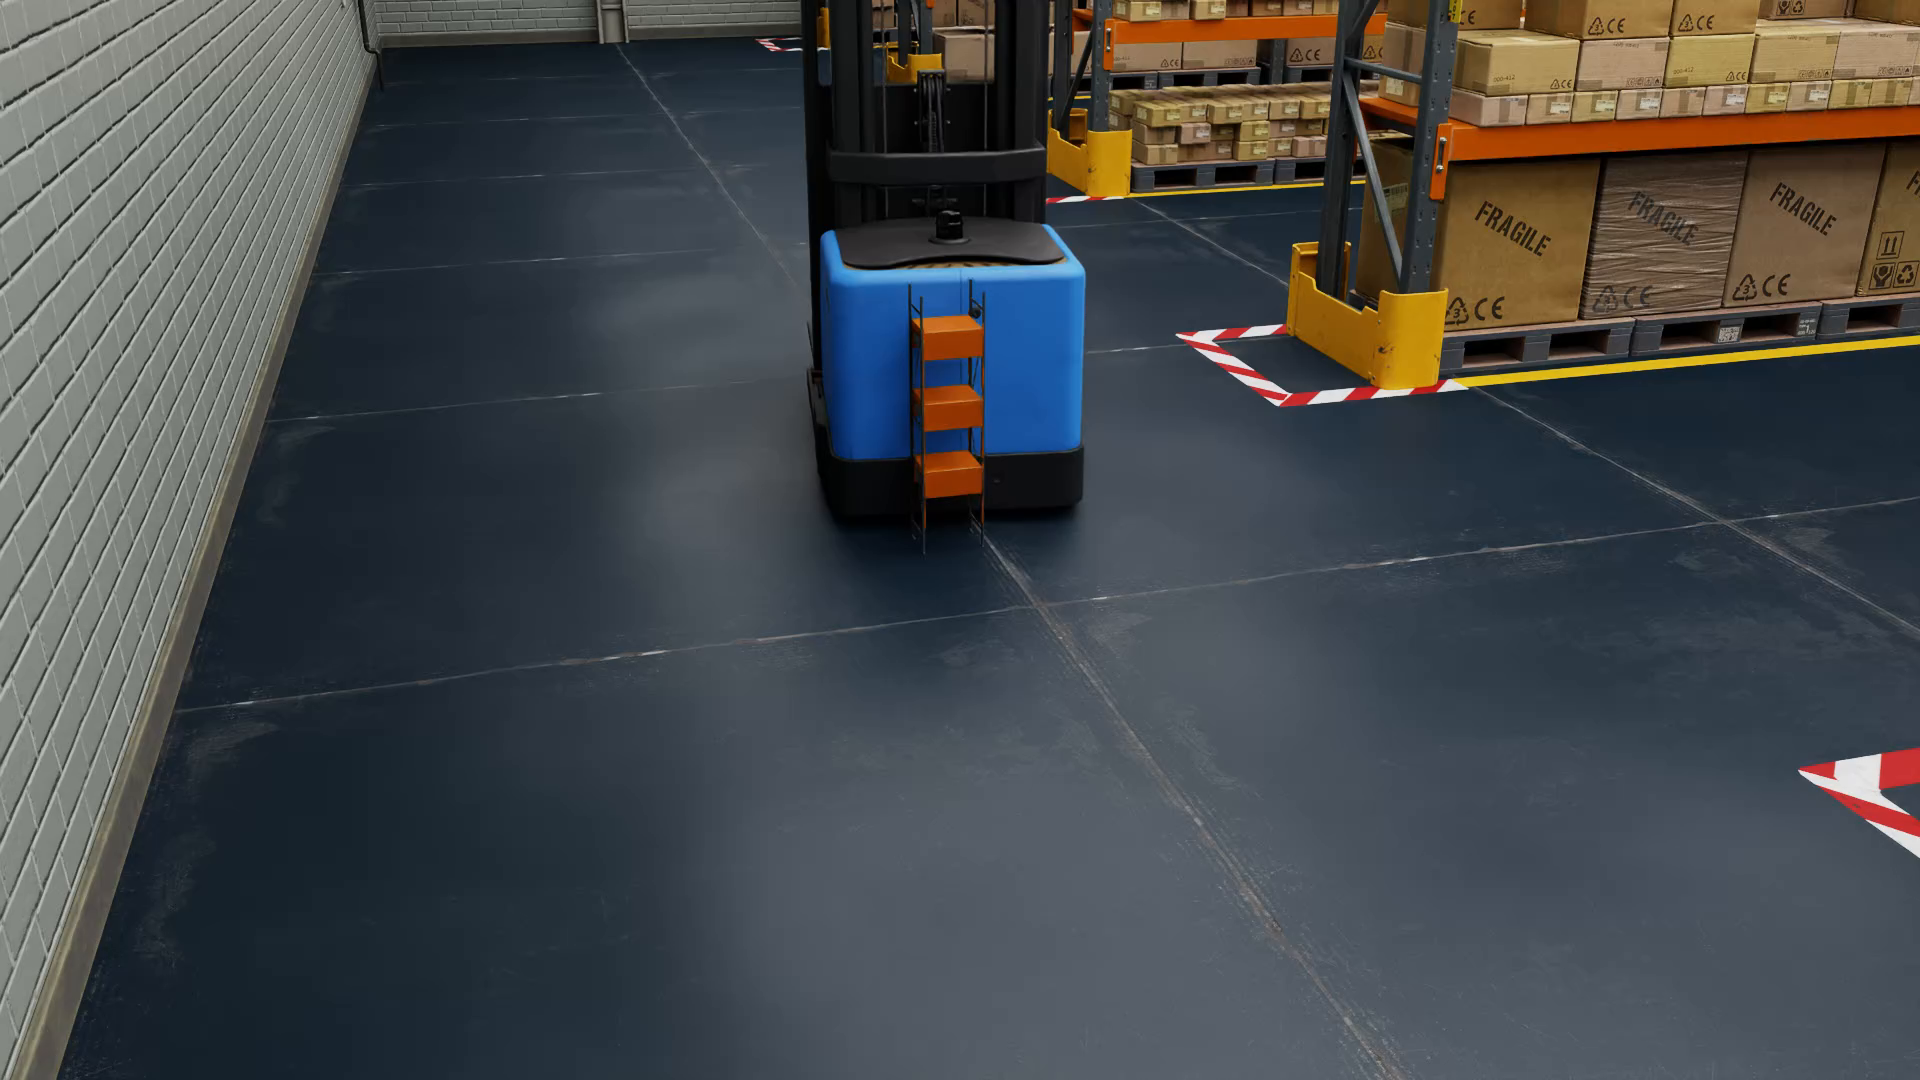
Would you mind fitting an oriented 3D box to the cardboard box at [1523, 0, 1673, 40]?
[{"bbox_3d":[3.215,-2.799,8.331,0.500,0.500,0.500,-7,24,-16],"label":"cardboard box"}]

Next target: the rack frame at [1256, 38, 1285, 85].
[{"bbox_3d":[3.372,-6.573,18.265,0.127,3.000,1.000,-6,24,-14],"label":"rack frame"}]

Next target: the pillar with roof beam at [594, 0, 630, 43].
[{"bbox_3d":[-3.500,-9.209,16.799,0.400,9.000,9.100,-6,24,-14],"label":"pillar with roof beam"}]

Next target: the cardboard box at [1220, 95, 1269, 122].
[{"bbox_3d":[2.278,-3.473,13.367,0.250,0.149,0.380,-8,24,-17],"label":"cardboard box"}]

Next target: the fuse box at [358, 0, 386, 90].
[{"bbox_3d":[-6.329,-5.758,18.000,0.414,1.711,0.539,-6,24,-14],"label":"fuse box"}]

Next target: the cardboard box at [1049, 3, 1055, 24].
[{"bbox_3d":[1.227,-7.185,22.625,0.258,0.266,0.396,-5,24,-12],"label":"cardboard box"}]

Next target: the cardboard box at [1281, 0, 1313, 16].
[{"bbox_3d":[2.589,-4.239,13.144,0.250,0.149,0.380,-7,24,-15],"label":"cardboard box"}]

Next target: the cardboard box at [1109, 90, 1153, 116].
[{"bbox_3d":[1.397,-3.587,13.635,0.250,0.149,0.380,-6,24,-14],"label":"cardboard box"}]

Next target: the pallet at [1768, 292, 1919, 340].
[{"bbox_3d":[5.296,-1.478,9.927,1.213,0.211,1.003,-6,24,-14],"label":"pallet"}]

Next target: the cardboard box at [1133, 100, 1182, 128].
[{"bbox_3d":[1.552,-3.361,13.108,0.250,0.149,0.380,-7,24,-17],"label":"cardboard box"}]

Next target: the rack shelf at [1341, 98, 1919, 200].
[{"bbox_3d":[4.124,-2.267,9.142,4.000,0.370,1.077,-6,24,-14],"label":"rack shelf"}]

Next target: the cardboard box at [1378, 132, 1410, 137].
[{"bbox_3d":[3.525,-3.306,13.733,0.250,0.149,0.380,-6,24,-14],"label":"cardboard box"}]

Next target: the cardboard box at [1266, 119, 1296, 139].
[{"bbox_3d":[2.526,-3.374,13.515,0.250,0.149,0.380,-7,24,-17],"label":"cardboard box"}]

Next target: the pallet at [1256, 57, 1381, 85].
[{"bbox_3d":[4.095,-5.402,19.073,1.213,0.211,1.003,-6,24,-14],"label":"pallet"}]

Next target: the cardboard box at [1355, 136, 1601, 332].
[{"bbox_3d":[2.793,-1.700,9.069,0.875,0.875,0.875,-6,24,-14],"label":"cardboard box"}]

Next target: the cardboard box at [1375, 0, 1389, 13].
[{"bbox_3d":[3.335,-4.330,13.356,0.250,0.149,0.380,-7,24,-15],"label":"cardboard box"}]

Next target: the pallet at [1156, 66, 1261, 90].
[{"bbox_3d":[2.619,-5.240,18.695,1.213,0.211,1.003,-6,24,-14],"label":"pallet"}]

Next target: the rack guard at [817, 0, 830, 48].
[{"bbox_3d":[-1.750,-6.890,22.175,0.348,0.500,1.175,-6,24,-14],"label":"rack guard"}]

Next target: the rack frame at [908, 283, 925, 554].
[{"bbox_3d":[-0.169,-0.464,6.499,0.008,1.050,0.200,-6,24,-14],"label":"rack frame"}]

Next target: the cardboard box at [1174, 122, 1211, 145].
[{"bbox_3d":[1.808,-3.264,13.259,0.250,0.149,0.380,-6,24,-15],"label":"cardboard box"}]

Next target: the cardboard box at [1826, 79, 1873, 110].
[{"bbox_3d":[4.607,-2.401,8.861,0.250,0.149,0.380,-7,24,-15],"label":"cardboard box"}]

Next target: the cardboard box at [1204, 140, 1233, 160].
[{"bbox_3d":[2.014,-3.184,13.448,0.250,0.149,0.380,-6,24,-14],"label":"cardboard box"}]

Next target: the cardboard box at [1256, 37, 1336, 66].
[{"bbox_3d":[3.948,-5.886,18.826,0.875,0.875,0.875,-6,24,-13],"label":"cardboard box"}]

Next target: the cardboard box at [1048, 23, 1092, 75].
[{"bbox_3d":[1.009,-5.371,18.181,0.875,0.438,0.875,-6,24,-13],"label":"cardboard box"}]

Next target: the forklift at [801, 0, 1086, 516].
[{"bbox_3d":[-0.182,-1.992,7.677,1.130,2.935,3.031,-3,23,-7],"label":"forklift"}]

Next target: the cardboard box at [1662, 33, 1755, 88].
[{"bbox_3d":[3.717,-2.511,8.611,0.500,0.250,0.500,-7,24,-16],"label":"cardboard box"}]

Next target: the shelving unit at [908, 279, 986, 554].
[{"bbox_3d":[-0.051,-0.477,6.530,0.252,1.050,0.215,-6,24,-14],"label":"shelving unit"}]

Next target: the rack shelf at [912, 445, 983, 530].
[{"bbox_3d":[-0.051,-0.212,6.643,0.240,0.259,0.215,-6,24,-14],"label":"rack shelf"}]

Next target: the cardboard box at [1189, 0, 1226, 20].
[{"bbox_3d":[1.863,-4.124,12.876,0.250,0.149,0.380,-7,24,-16],"label":"cardboard box"}]

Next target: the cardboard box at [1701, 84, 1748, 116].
[{"bbox_3d":[3.866,-2.320,8.670,0.250,0.149,0.380,-7,24,-15],"label":"cardboard box"}]

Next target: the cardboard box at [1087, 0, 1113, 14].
[{"bbox_3d":[1.193,-4.305,13.298,0.250,0.149,0.380,-6,24,-14],"label":"cardboard box"}]

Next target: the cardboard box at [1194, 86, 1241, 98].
[{"bbox_3d":[2.136,-3.672,13.831,0.250,0.149,0.380,-7,24,-16],"label":"cardboard box"}]

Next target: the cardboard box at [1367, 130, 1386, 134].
[{"bbox_3d":[3.308,-3.456,13.706,0.250,0.149,0.380,-7,24,-17],"label":"cardboard box"}]

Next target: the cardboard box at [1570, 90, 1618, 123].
[{"bbox_3d":[3.122,-2.237,8.478,0.250,0.149,0.380,-7,24,-16],"label":"cardboard box"}]

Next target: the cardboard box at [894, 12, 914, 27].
[{"bbox_3d":[-0.789,-6.974,22.281,0.250,0.149,0.380,-7,24,-16],"label":"cardboard box"}]

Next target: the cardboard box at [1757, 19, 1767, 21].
[{"bbox_3d":[4.072,-2.770,9.214,0.500,0.250,0.500,-6,24,-14],"label":"cardboard box"}]

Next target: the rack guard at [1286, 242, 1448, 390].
[{"bbox_3d":[2.175,-1.233,8.990,0.348,0.500,1.175,-6,24,-14],"label":"rack guard"}]

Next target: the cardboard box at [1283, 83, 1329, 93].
[{"bbox_3d":[2.908,-3.746,14.004,0.250,0.149,0.380,-6,24,-14],"label":"cardboard box"}]

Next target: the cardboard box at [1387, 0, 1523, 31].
[{"bbox_3d":[2.596,-2.949,8.680,0.500,0.500,0.500,-6,24,-14],"label":"cardboard box"}]

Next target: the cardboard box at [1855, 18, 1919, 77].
[{"bbox_3d":[5.198,-2.676,8.995,0.500,0.250,0.500,-6,24,-13],"label":"cardboard box"}]

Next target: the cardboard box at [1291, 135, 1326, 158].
[{"bbox_3d":[2.773,-3.226,13.547,0.250,0.149,0.380,-8,24,-17],"label":"cardboard box"}]

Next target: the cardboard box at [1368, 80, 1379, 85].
[{"bbox_3d":[3.663,-3.814,14.163,0.250,0.149,0.380,-7,24,-16],"label":"cardboard box"}]

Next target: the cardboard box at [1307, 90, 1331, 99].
[{"bbox_3d":[3.030,-3.572,13.600,0.250,0.149,0.380,-6,24,-14],"label":"cardboard box"}]

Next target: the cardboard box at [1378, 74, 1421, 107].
[{"bbox_3d":[2.452,-2.432,8.933,0.250,0.149,0.380,-6,24,-13],"label":"cardboard box"}]

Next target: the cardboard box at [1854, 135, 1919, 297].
[{"bbox_3d":[5.392,-1.987,9.739,0.875,0.875,0.875,-6,24,-14],"label":"cardboard box"}]
